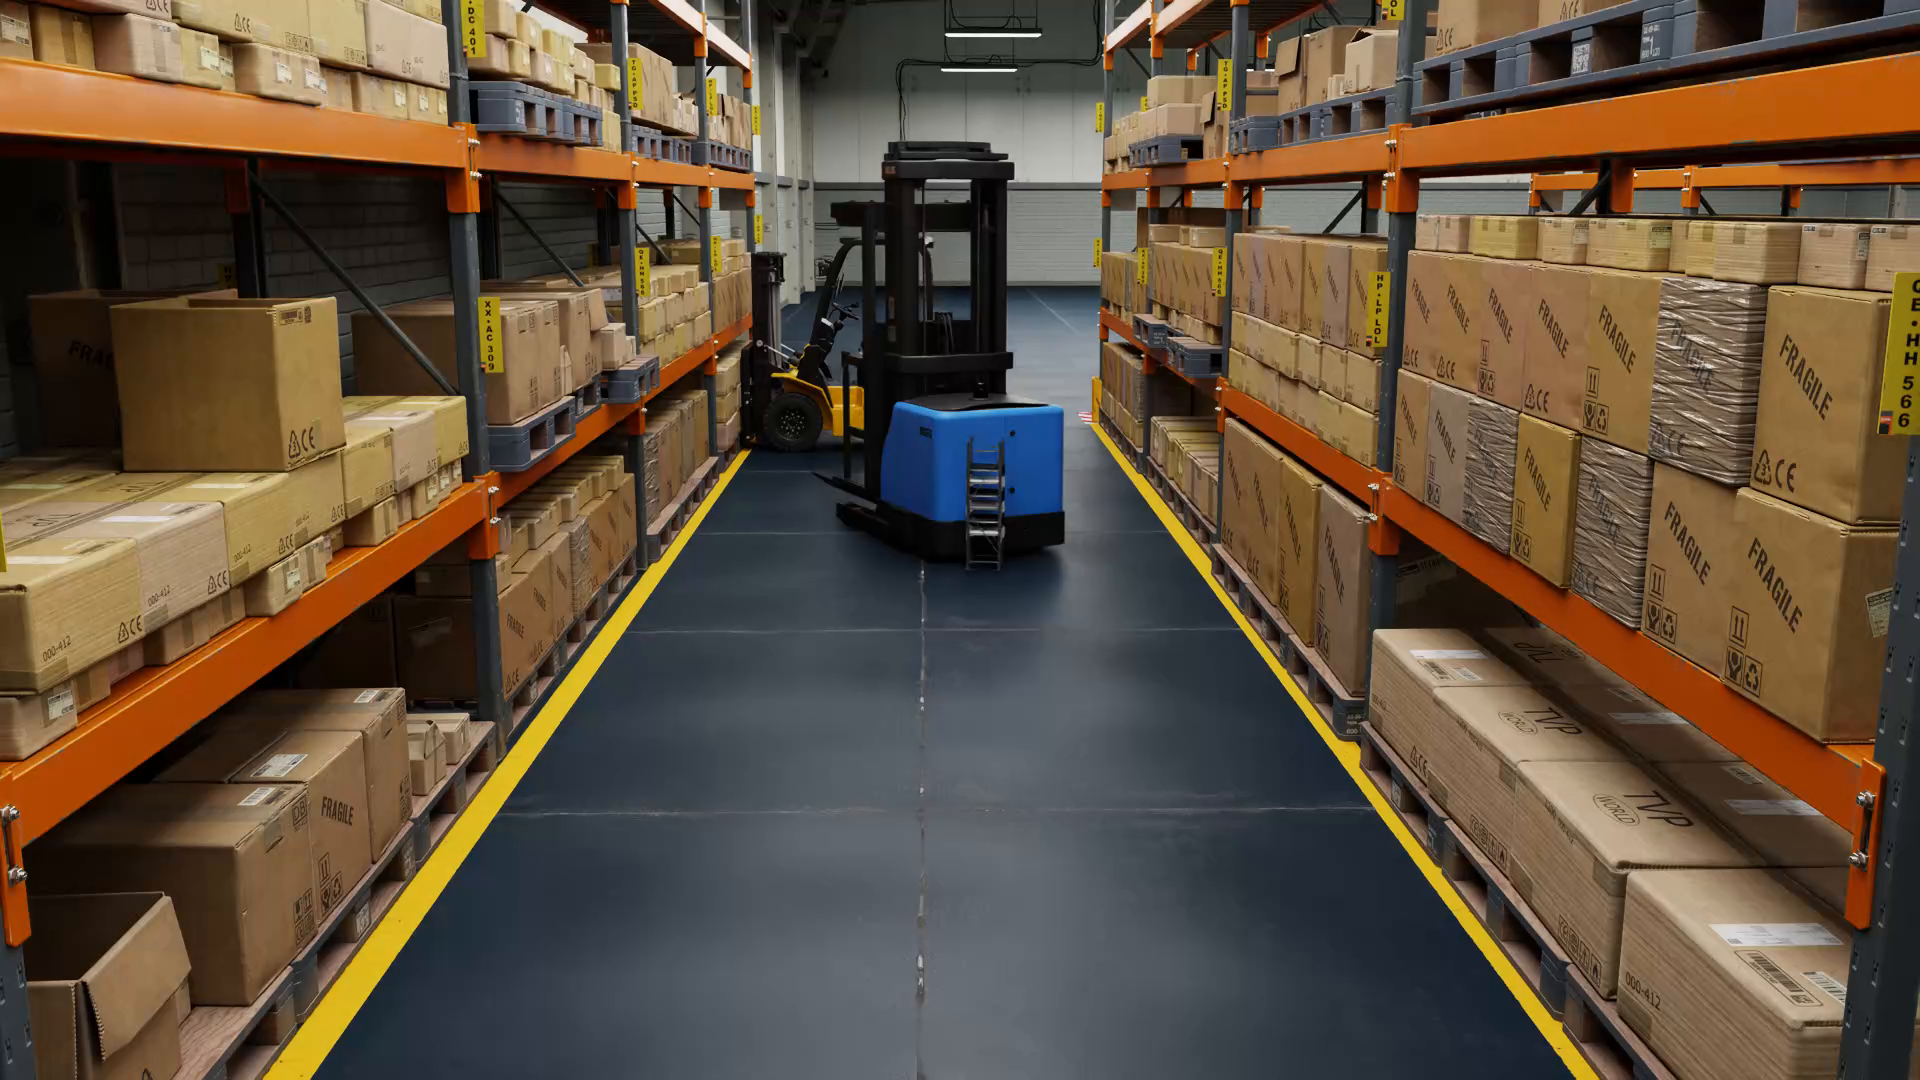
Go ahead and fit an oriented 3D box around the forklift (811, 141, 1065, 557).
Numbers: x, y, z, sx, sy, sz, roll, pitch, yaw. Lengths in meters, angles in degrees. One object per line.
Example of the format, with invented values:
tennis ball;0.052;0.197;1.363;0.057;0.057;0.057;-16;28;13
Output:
forklift;-0.330;-1.567;12.909;1.130;2.935;3.031;-5;13;-25

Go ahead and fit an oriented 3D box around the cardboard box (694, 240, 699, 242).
cardboard box;-3.051;-3.189;18.104;0.380;0.149;0.250;0;11;0

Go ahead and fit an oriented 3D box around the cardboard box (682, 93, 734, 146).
cardboard box;-2.688;-4.217;16.688;0.797;0.503;0.637;0;11;1

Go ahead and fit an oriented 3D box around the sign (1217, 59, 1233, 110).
sign;1.750;-3.001;10.964;0.100;0.325;0.005;0;11;-1

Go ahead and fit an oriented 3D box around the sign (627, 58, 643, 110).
sign;-2.128;-2.984;10.877;0.100;0.325;0.005;0;11;-1

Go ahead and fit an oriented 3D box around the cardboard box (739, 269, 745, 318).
cardboard box;-2.551;-2.596;17.559;0.500;0.500;0.500;0;11;-2

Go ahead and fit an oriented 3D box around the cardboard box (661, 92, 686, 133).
cardboard box;-2.479;-3.439;13.340;0.500;0.311;0.500;-1;11;-3

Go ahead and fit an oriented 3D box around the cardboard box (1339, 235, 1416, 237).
cardboard box;2.583;-1.615;10.209;0.500;0.500;0.500;0;11;0

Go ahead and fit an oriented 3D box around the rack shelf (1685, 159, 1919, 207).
rack shelf;7.198;-2.835;13.255;1.077;0.370;4.000;0;11;-1

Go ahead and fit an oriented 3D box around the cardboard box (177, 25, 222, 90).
cardboard box;-2.214;-1.285;4.434;0.380;0.149;0.250;0;11;-1

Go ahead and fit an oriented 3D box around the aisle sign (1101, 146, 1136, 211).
aisle sign;1.816;-4.155;18.957;0.394;0.787;0.004;0;11;-1

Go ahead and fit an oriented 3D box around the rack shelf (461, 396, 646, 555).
rack shelf;-2.629;-0.508;9.330;1.077;0.370;4.000;0;11;-1

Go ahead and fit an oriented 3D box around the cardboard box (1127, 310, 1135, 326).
cardboard box;1.874;-2.216;16.571;0.380;0.149;0.250;0;11;-2

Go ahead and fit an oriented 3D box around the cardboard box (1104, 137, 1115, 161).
cardboard box;1.871;-4.311;18.350;0.500;0.250;0.500;0;11;-2

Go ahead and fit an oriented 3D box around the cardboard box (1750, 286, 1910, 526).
cardboard box;2.209;-0.323;3.842;0.500;0.500;0.500;0;11;1

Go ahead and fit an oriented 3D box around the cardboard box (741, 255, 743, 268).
cardboard box;-2.569;-3.045;18.143;0.380;0.149;0.250;0;11;0

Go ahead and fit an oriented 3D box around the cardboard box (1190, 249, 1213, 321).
cardboard box;1.983;-1.872;12.187;0.500;0.500;0.500;0;11;-2

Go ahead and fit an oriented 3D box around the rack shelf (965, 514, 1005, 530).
rack shelf;0.176;-0.129;11.547;0.258;0.077;0.200;2;12;6

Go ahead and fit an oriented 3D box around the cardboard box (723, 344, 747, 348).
cardboard box;-2.498;-2.005;18.244;0.500;0.250;0.500;0;11;0

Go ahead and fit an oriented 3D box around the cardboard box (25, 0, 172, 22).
cardboard box;-2.272;-1.401;4.005;0.500;0.250;0.500;0;11;0

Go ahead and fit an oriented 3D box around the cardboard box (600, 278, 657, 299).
cardboard box;-2.438;-1.846;12.231;0.380;0.149;0.250;0;11;-1

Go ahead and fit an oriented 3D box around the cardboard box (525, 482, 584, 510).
cardboard box;-2.443;-0.251;9.852;0.380;0.149;0.250;0;11;-2

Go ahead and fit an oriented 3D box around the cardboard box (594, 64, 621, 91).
cardboard box;-2.368;-2.929;10.535;0.380;0.149;0.250;0;11;1

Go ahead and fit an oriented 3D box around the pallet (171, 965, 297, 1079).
pallet;-2.524;1.525;4.512;1.003;0.211;1.213;0;11;-1

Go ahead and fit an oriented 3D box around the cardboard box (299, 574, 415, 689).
cardboard box;-2.894;0.459;7.981;0.500;0.500;0.500;0;11;-1

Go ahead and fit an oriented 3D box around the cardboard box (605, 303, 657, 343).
cardboard box;-2.410;-1.519;11.624;0.500;0.250;0.500;0;11;-1

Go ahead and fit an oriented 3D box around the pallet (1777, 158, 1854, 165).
pallet;7.147;-3.048;12.968;1.003;0.211;1.213;0;11;1

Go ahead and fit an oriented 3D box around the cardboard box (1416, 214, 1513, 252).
cardboard box;2.122;-1.278;6.915;0.380;0.149;0.250;0;11;-2

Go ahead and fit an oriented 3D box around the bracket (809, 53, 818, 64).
bracket;-3.926;-12.781;43.873;0.076;0.066;4.783;0;11;-1

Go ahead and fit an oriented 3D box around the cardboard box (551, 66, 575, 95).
cardboard box;-2.254;-2.432;8.780;0.380;0.149;0.250;0;11;0

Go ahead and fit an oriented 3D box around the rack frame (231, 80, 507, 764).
rack frame;-2.588;-0.463;7.299;1.000;3.000;0.127;0;11;-1

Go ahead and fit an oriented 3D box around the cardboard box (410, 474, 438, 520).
cardboard box;-2.272;-0.175;6.508;0.380;0.149;0.250;0;11;0

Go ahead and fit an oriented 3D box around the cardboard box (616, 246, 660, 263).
cardboard box;-3.025;-2.679;15.587;0.380;0.149;0.250;-1;11;-3

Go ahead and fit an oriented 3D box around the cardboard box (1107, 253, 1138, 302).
cardboard box;1.873;-2.866;18.144;0.500;0.500;0.500;0;11;1

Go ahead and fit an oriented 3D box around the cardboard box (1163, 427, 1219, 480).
cardboard box;2.241;-0.746;14.243;0.950;0.372;0.625;0;11;2

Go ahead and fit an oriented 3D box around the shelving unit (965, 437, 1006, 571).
shelving unit;0.177;-0.249;11.522;0.258;0.900;0.210;2;12;6

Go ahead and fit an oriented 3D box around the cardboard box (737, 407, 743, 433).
cardboard box;-2.484;-1.212;16.850;0.500;0.250;0.500;0;11;0

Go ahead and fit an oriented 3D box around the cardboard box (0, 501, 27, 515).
cardboard box;-2.789;0.067;4.315;0.500;0.250;0.500;0;11;-1

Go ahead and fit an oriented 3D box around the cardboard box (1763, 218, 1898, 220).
cardboard box;2.737;-0.926;5.184;0.380;0.149;0.250;-1;11;-3

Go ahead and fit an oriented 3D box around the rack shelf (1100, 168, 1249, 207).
rack shelf;2.168;-3.590;16.975;1.077;0.370;4.000;0;11;-1

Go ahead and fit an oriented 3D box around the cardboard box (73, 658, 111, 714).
cardboard box;-2.289;0.338;3.980;0.380;0.149;0.250;0;11;0

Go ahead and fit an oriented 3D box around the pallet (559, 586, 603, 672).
pallet;-2.671;0.499;9.571;1.003;0.211;1.213;0;11;-1

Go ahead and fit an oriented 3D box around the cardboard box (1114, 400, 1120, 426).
cardboard box;1.894;-1.357;17.562;0.500;0.250;0.500;1;11;3

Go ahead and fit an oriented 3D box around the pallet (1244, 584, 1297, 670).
pallet;2.255;0.486;9.633;1.003;0.211;1.213;0;11;-1

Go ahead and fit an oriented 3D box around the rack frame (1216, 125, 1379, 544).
rack frame;2.292;-1.280;11.322;1.000;3.000;0.127;0;11;-1

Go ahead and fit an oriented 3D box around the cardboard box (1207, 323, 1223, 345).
cardboard box;1.972;-1.480;11.883;0.380;0.149;0.250;0;11;0

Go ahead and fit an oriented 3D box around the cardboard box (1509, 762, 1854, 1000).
cardboard box;2.317;1.048;5.238;0.875;0.438;0.875;0;11;0

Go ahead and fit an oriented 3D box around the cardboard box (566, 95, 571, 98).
cardboard box;-2.453;-2.578;9.552;0.380;0.149;0.250;0;11;-1

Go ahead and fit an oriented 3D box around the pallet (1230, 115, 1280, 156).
pallet;2.358;-2.529;10.413;1.213;0.211;1.003;0;11;1

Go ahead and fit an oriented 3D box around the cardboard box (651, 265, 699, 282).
cardboard box;-2.524;-2.354;14.733;0.380;0.149;0.250;0;11;1

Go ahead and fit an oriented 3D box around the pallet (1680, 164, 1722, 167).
pallet;7.150;-3.704;15.953;1.003;0.211;1.213;0;11;-1

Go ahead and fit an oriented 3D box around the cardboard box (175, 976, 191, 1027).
cardboard box;-2.393;1.317;4.640;0.380;0.149;0.250;-1;11;-3

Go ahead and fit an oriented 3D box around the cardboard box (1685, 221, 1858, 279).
cardboard box;2.167;-0.768;4.405;0.380;0.149;0.250;0;11;0

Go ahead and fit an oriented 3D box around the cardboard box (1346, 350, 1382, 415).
cardboard box;2.123;-0.743;7.795;0.500;0.250;0.500;0;11;-1

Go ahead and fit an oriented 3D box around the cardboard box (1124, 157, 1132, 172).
cardboard box;1.886;-3.841;17.033;0.380;0.149;0.250;-1;11;-3
